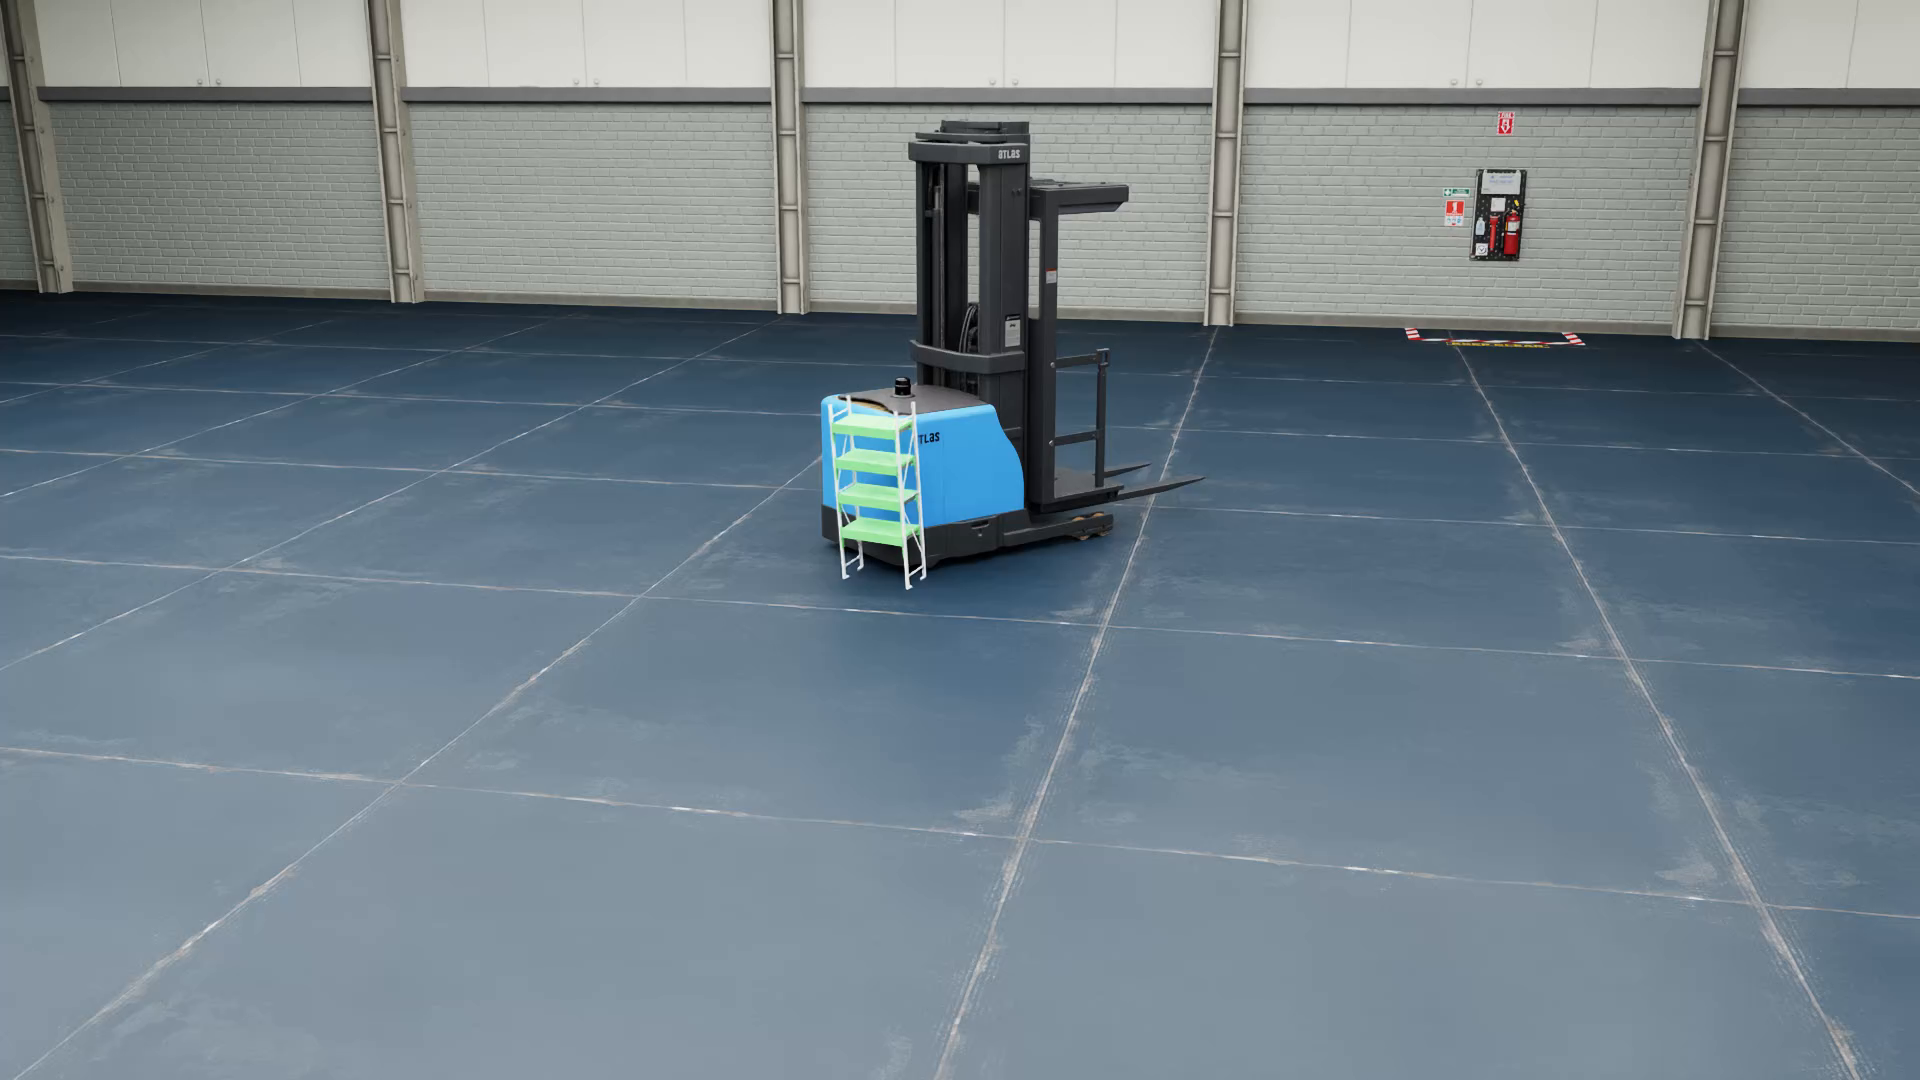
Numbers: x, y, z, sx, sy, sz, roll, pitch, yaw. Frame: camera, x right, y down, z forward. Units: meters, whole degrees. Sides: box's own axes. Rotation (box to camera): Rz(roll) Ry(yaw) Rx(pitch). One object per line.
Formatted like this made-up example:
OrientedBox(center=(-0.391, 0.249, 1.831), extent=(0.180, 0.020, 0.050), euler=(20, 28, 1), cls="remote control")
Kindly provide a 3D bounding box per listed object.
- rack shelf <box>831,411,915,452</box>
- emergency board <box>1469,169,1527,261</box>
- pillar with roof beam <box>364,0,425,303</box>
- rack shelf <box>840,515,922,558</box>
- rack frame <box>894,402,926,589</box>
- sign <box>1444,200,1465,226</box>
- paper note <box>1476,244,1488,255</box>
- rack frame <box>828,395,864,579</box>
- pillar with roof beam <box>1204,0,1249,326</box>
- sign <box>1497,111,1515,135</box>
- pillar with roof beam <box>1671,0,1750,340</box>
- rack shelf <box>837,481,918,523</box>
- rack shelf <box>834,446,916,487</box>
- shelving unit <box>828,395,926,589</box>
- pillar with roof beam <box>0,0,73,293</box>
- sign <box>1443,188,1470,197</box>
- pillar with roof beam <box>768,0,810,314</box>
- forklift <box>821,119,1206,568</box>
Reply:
OrientedBox(center=(-0.555, -0.699, 10.672), extent=(0.480, 0.148, 0.258), euler=(8, 24, 28), cls="rack shelf")
OrientedBox(center=(6.979, -4.194, 21.514), extent=(0.643, 1.169, 0.194), euler=(3, 16, 11), cls="emergency board")
OrientedBox(center=(-9.104, -6.775, 19.594), extent=(0.400, 9.000, 9.100), euler=(3, 16, 11), cls="pillar with roof beam")
OrientedBox(center=(-0.517, -0.027, 10.929), extent=(0.480, 0.148, 0.258), euler=(8, 24, 28), cls="rack shelf")
OrientedBox(center=(-0.319, -0.279, 10.707), extent=(0.015, 1.200, 0.240), euler=(8, 24, 28), cls="rack frame")
OrientedBox(center=(6.458, -4.268, 21.713), extent=(0.234, 0.329, 0.001), euler=(3, 16, 11), cls="sign")
OrientedBox(center=(6.819, -3.797, 21.731), extent=(0.142, 0.148, 0.016), euler=(3, 16, 11), cls="paper note")
OrientedBox(center=(-0.747, -0.342, 10.934), extent=(0.015, 1.200, 0.240), euler=(8, 24, 28), cls="rack frame")
OrientedBox(center=(2.655, -6.137, 17.290), extent=(0.400, 9.000, 9.100), euler=(3, 16, 11), cls="pillar with roof beam")
OrientedBox(center=(6.991, -5.338, 21.300), extent=(0.199, 0.298, 0.001), euler=(3, 16, 11), cls="sign")
OrientedBox(center=(8.535, -5.818, 16.137), extent=(0.400, 9.000, 9.100), euler=(3, 16, 11), cls="pillar with roof beam")
OrientedBox(center=(-0.530, -0.251, 10.843), extent=(0.480, 0.148, 0.258), euler=(8, 24, 28), cls="rack shelf")
OrientedBox(center=(-0.543, -0.475, 10.757), extent=(0.480, 0.148, 0.258), euler=(8, 24, 28), cls="rack shelf")
OrientedBox(center=(-0.533, -0.311, 10.820), extent=(0.503, 1.200, 0.258), euler=(8, 24, 28), cls="shelving unit")
OrientedBox(center=(-14.984, -7.094, 20.746), extent=(0.400, 9.000, 9.100), euler=(3, 16, 11), cls="pillar with roof beam")
OrientedBox(center=(6.460, -4.521, 21.633), extent=(0.331, 0.109, 0.001), euler=(3, 16, 11), cls="sign")
OrientedBox(center=(-3.224, -6.456, 18.442), extent=(0.400, 9.000, 9.100), euler=(3, 16, 11), cls="pillar with roof beam")
OrientedBox(center=(0.500, -1.513, 11.963), extent=(3.031, 2.935, 1.130), euler=(-11, 19, -35), cls="forklift")
